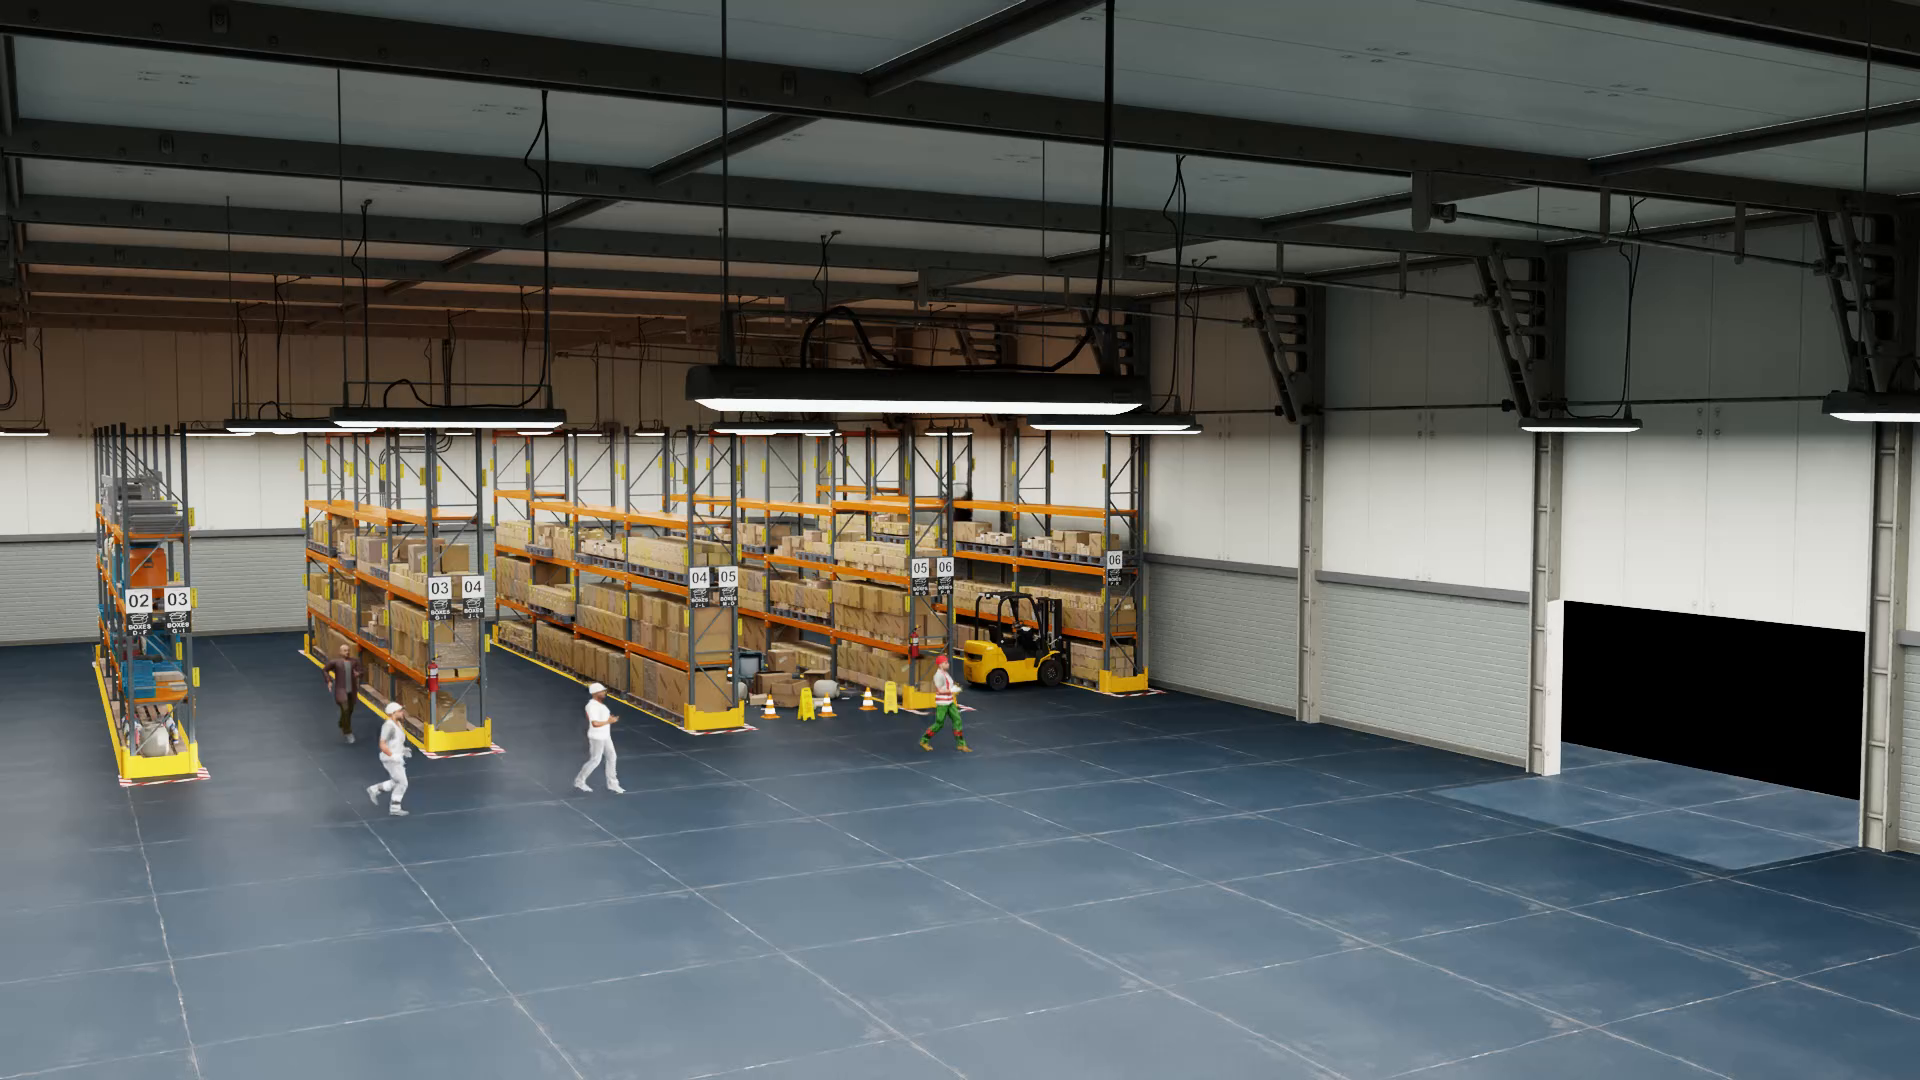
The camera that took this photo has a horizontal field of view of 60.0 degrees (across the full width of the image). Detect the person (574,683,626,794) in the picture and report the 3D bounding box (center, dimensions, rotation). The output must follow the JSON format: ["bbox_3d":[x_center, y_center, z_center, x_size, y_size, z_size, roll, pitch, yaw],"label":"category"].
[{"bbox_3d":[-5.808,3.201,26.757,0.815,1.810,0.682,0,3,2],"label":"person"}]

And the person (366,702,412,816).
[{"bbox_3d":[-8.711,3.331,25.252,0.654,1.735,0.637,0,3,-7],"label":"person"}]

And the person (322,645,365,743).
[{"bbox_3d":[-11.691,2.900,31.648,0.687,1.796,0.991,-3,5,-44],"label":"person"}]

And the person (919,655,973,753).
[{"bbox_3d":[-0.253,2.980,30.273,0.992,1.775,0.670,1,4,19],"label":"person"}]
